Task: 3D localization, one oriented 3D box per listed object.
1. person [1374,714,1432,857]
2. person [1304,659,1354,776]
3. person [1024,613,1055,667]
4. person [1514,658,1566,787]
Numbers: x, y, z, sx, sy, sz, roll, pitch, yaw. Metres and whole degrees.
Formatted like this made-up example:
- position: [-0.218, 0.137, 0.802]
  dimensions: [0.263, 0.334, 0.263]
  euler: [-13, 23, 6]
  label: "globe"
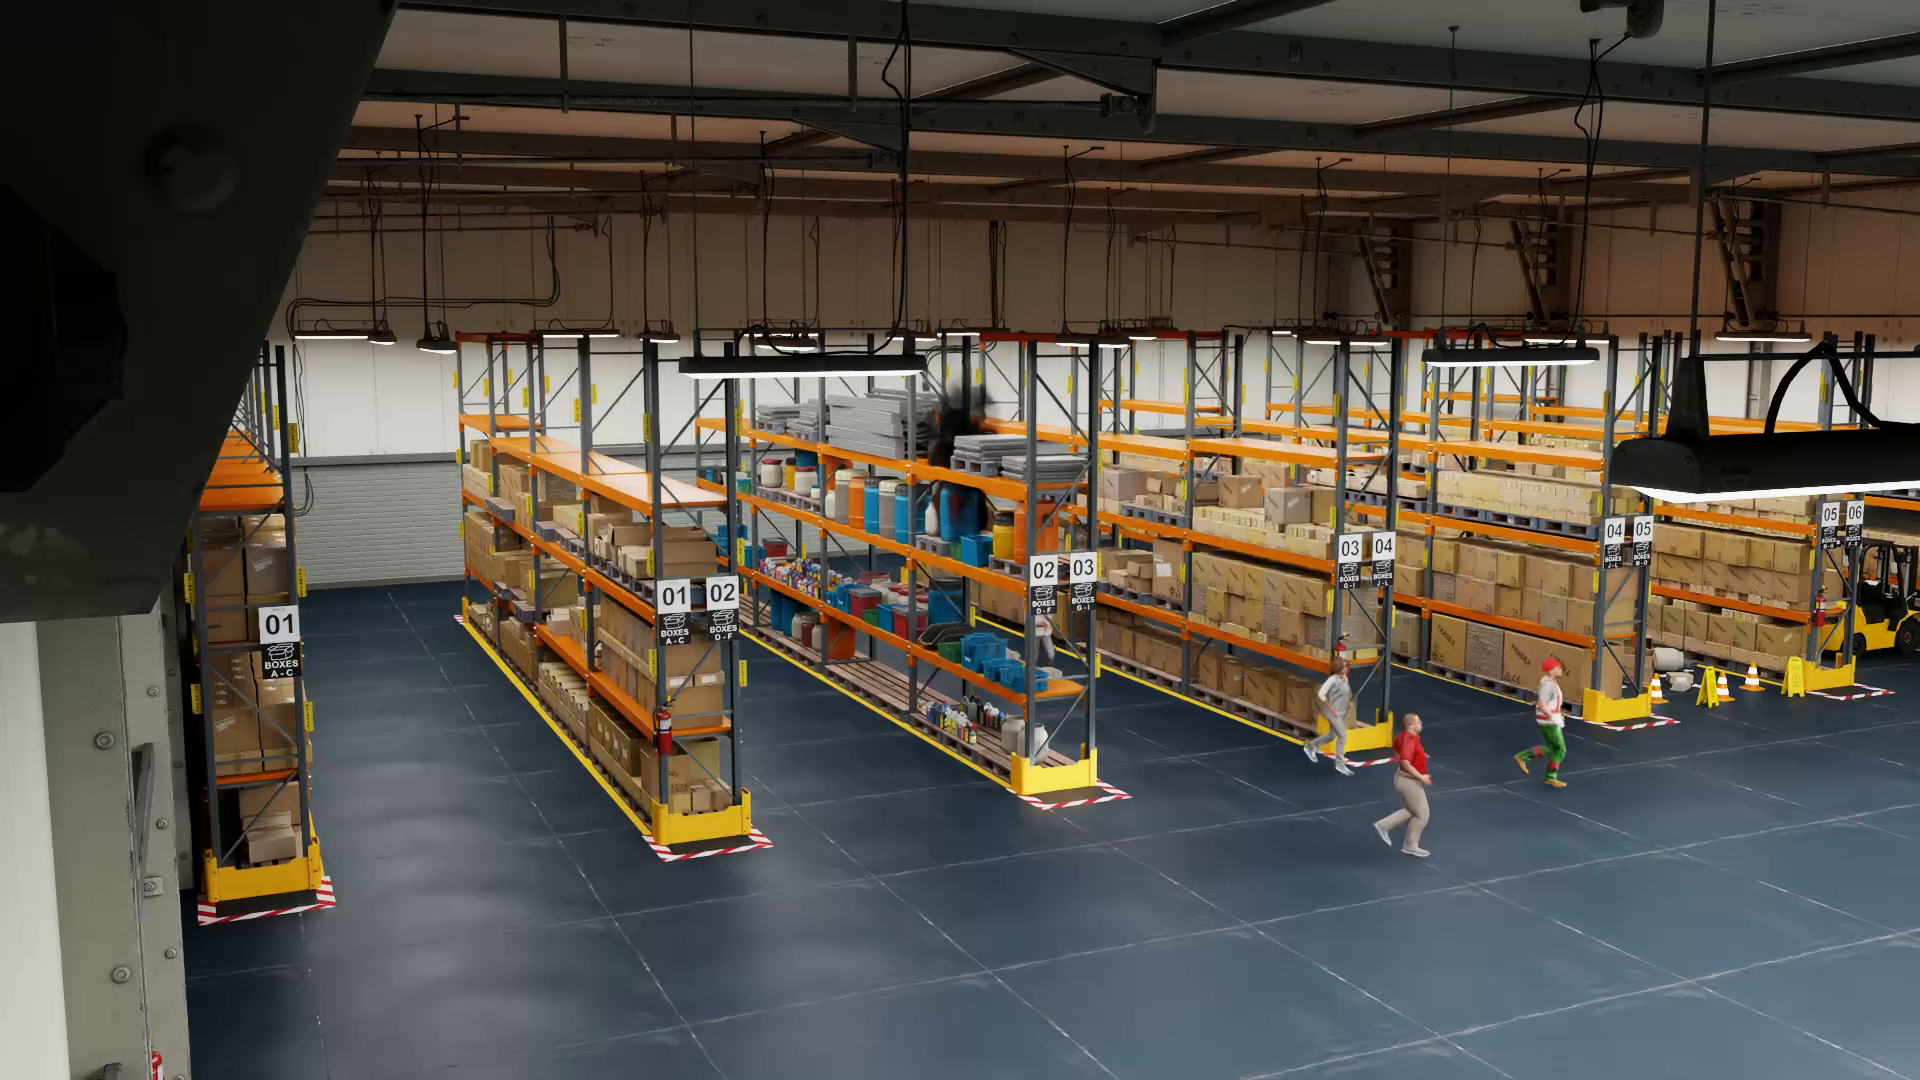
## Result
- position: [5.225, 2.875, 19.536]
  dimensions: [0.641, 1.704, 0.672]
  euler: [0, 8, 3]
  label: "person"
- position: [5.169, 2.429, 23.176]
  dimensions: [0.764, 1.606, 0.534]
  euler: [5, 9, 35]
  label: "person"
- position: [1.382, 1.645, 28.478]
  dimensions: [0.671, 1.834, 0.733]
  euler: [-4, 9, -28]
  label: "person"
- position: [7.875, 2.450, 22.491]
  dimensions: [0.687, 1.749, 0.682]
  euler: [2, 8, 15]
  label: "person"
